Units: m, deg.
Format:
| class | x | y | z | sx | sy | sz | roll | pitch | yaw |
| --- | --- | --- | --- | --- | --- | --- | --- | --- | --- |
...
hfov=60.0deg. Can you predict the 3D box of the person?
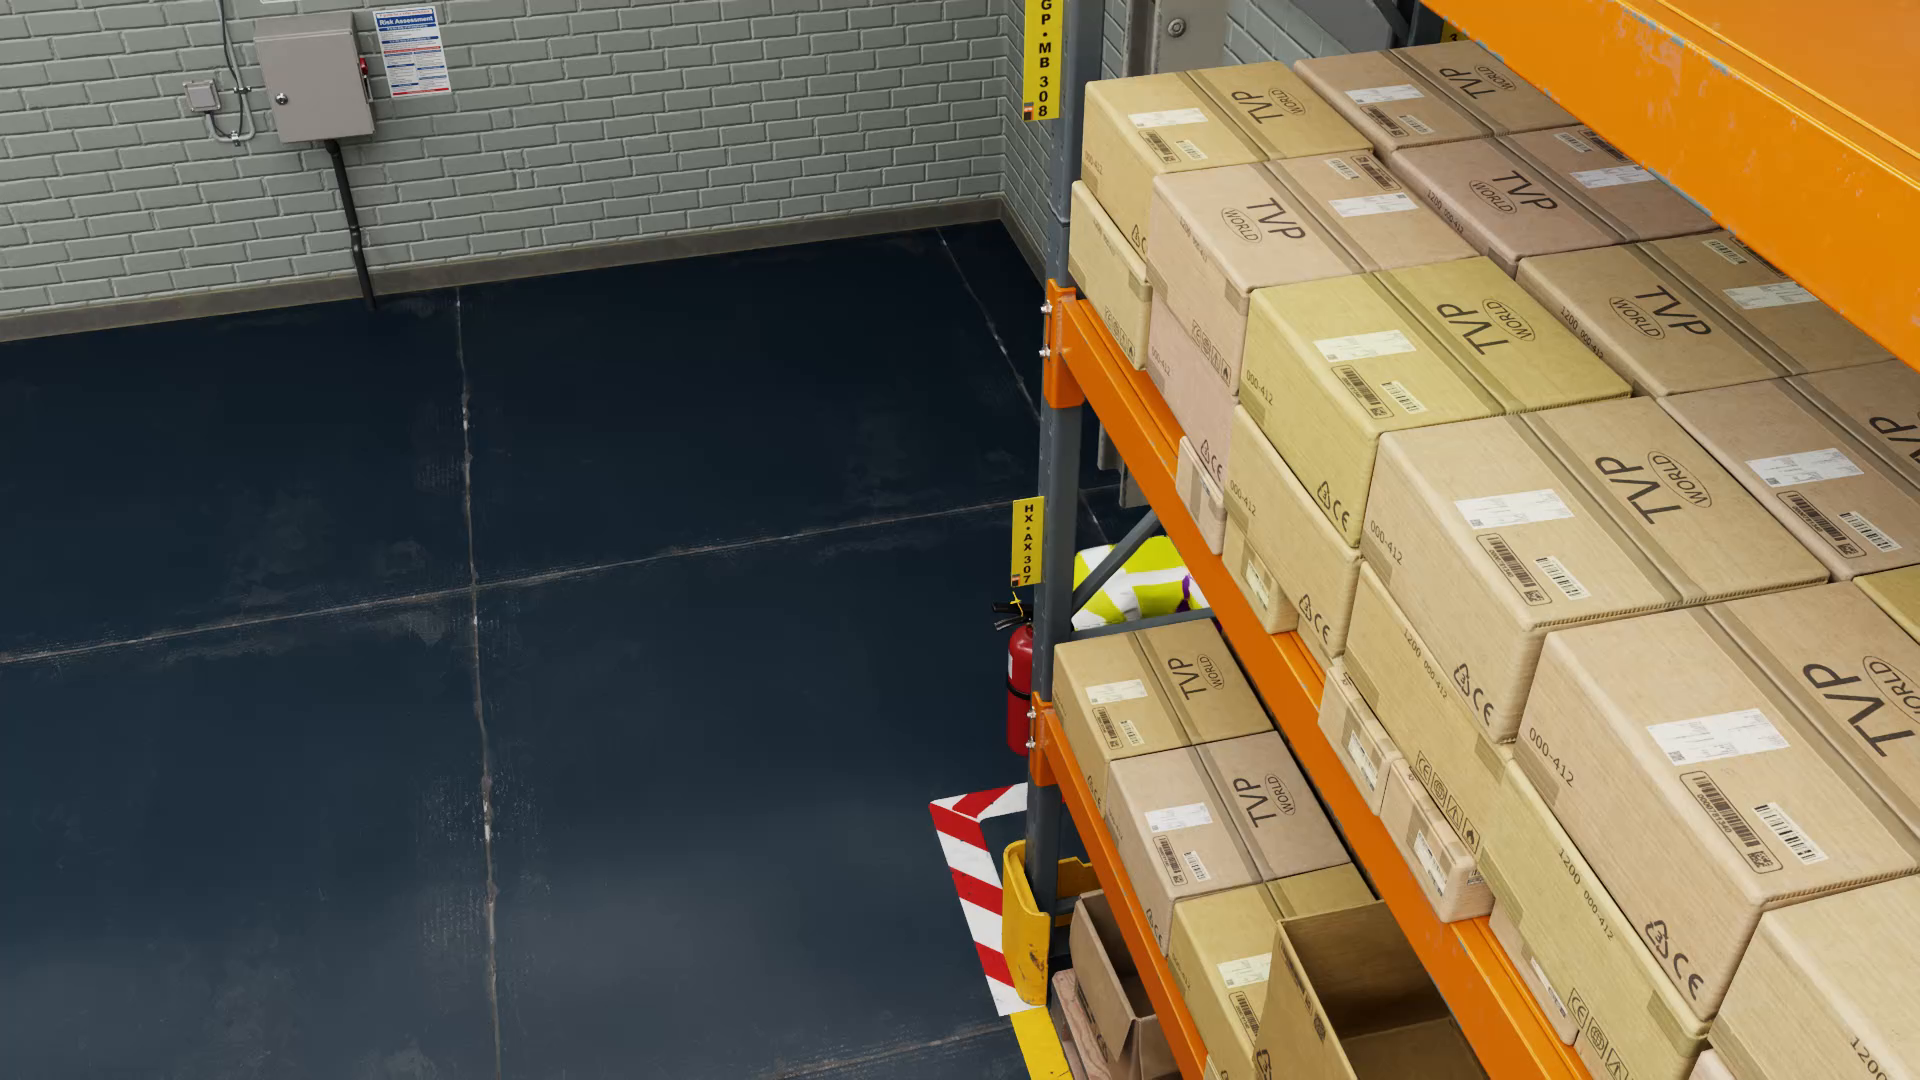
| class | x | y | z | sx | sy | sz | roll | pitch | yaw |
| --- | --- | --- | --- | --- | --- | --- | --- | --- | --- |
| person | 0.773 | 0.061 | 6.701 | 0.688 | 1.661 | 0.482 | -10 | 39 | -13 |
